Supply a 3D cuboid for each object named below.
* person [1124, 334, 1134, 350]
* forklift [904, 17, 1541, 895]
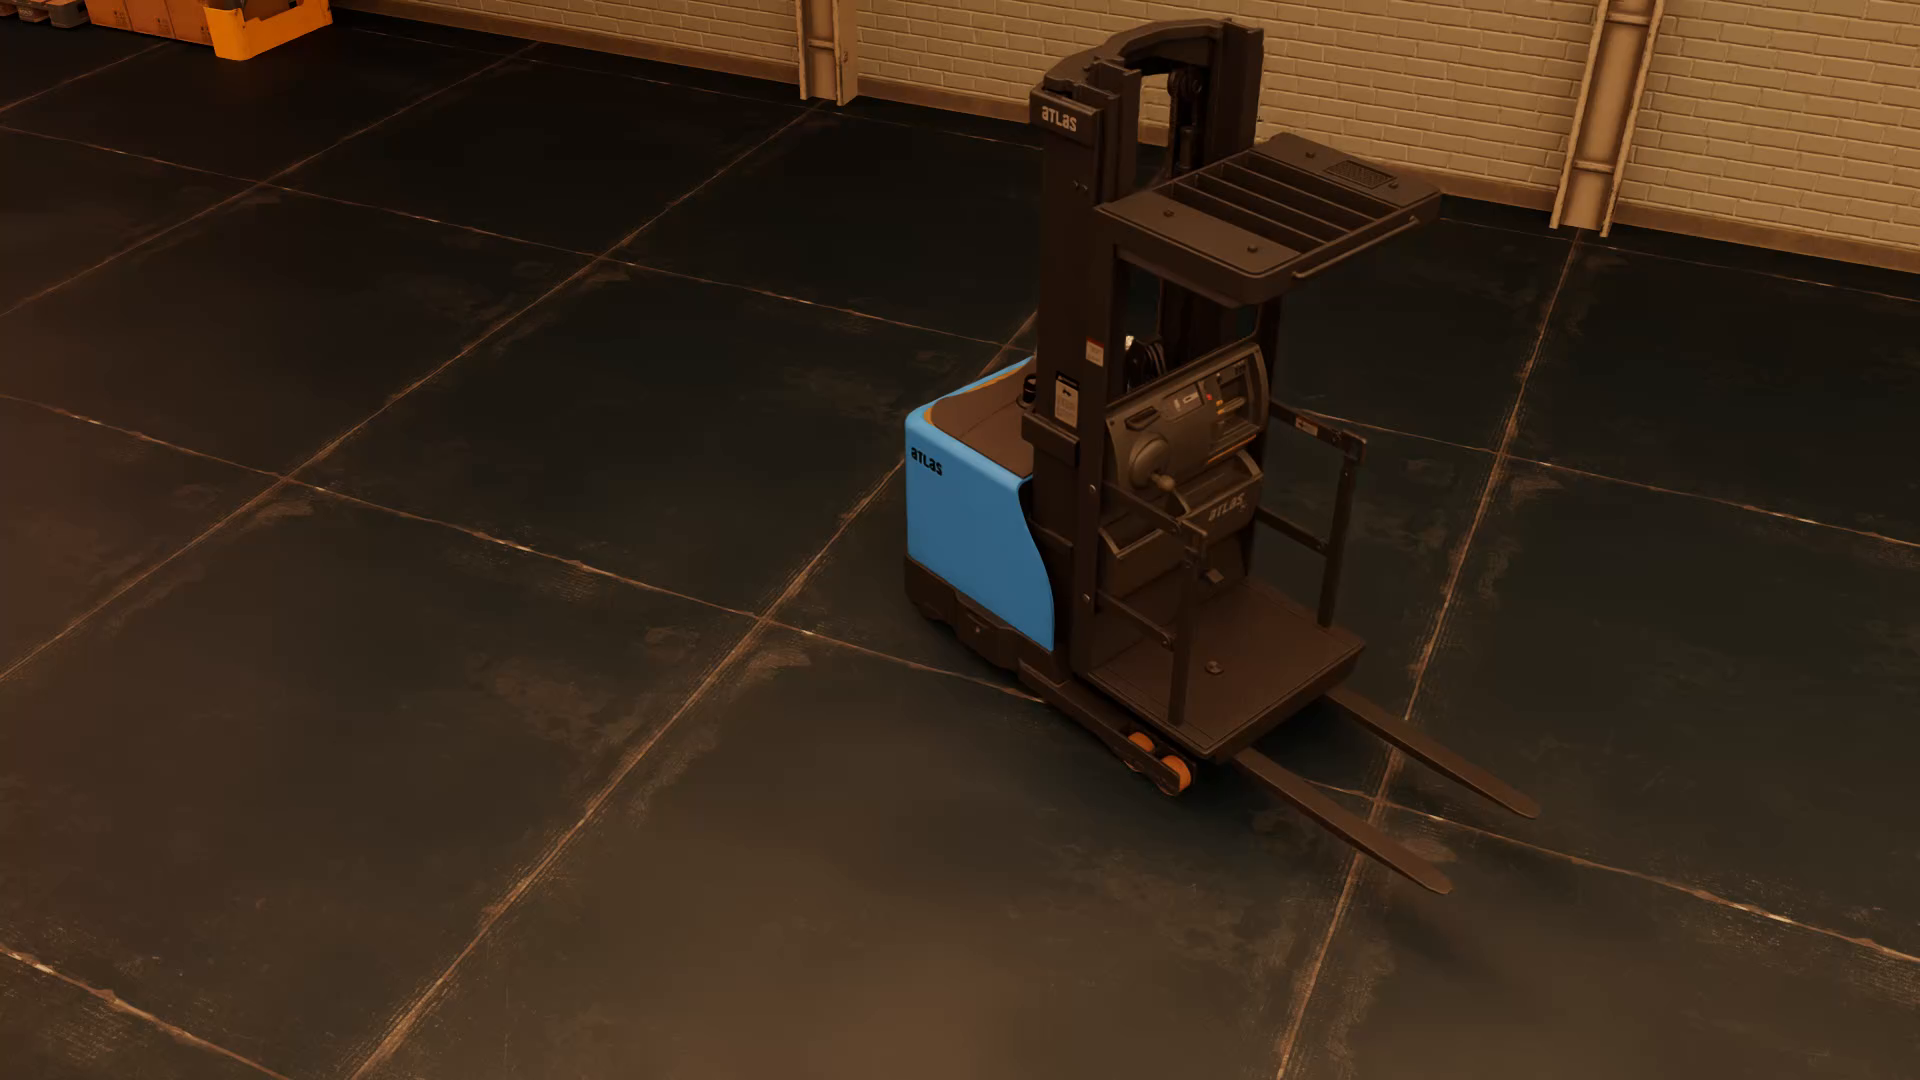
[{"bbox_3d":[0.666,-0.516,8.175,0.879,1.360,0.672,-27,43,-32],"label":"person"},{"bbox_3d":[1.086,-0.444,6.709,1.130,2.935,3.031,-27,44,-33],"label":"forklift"}]
